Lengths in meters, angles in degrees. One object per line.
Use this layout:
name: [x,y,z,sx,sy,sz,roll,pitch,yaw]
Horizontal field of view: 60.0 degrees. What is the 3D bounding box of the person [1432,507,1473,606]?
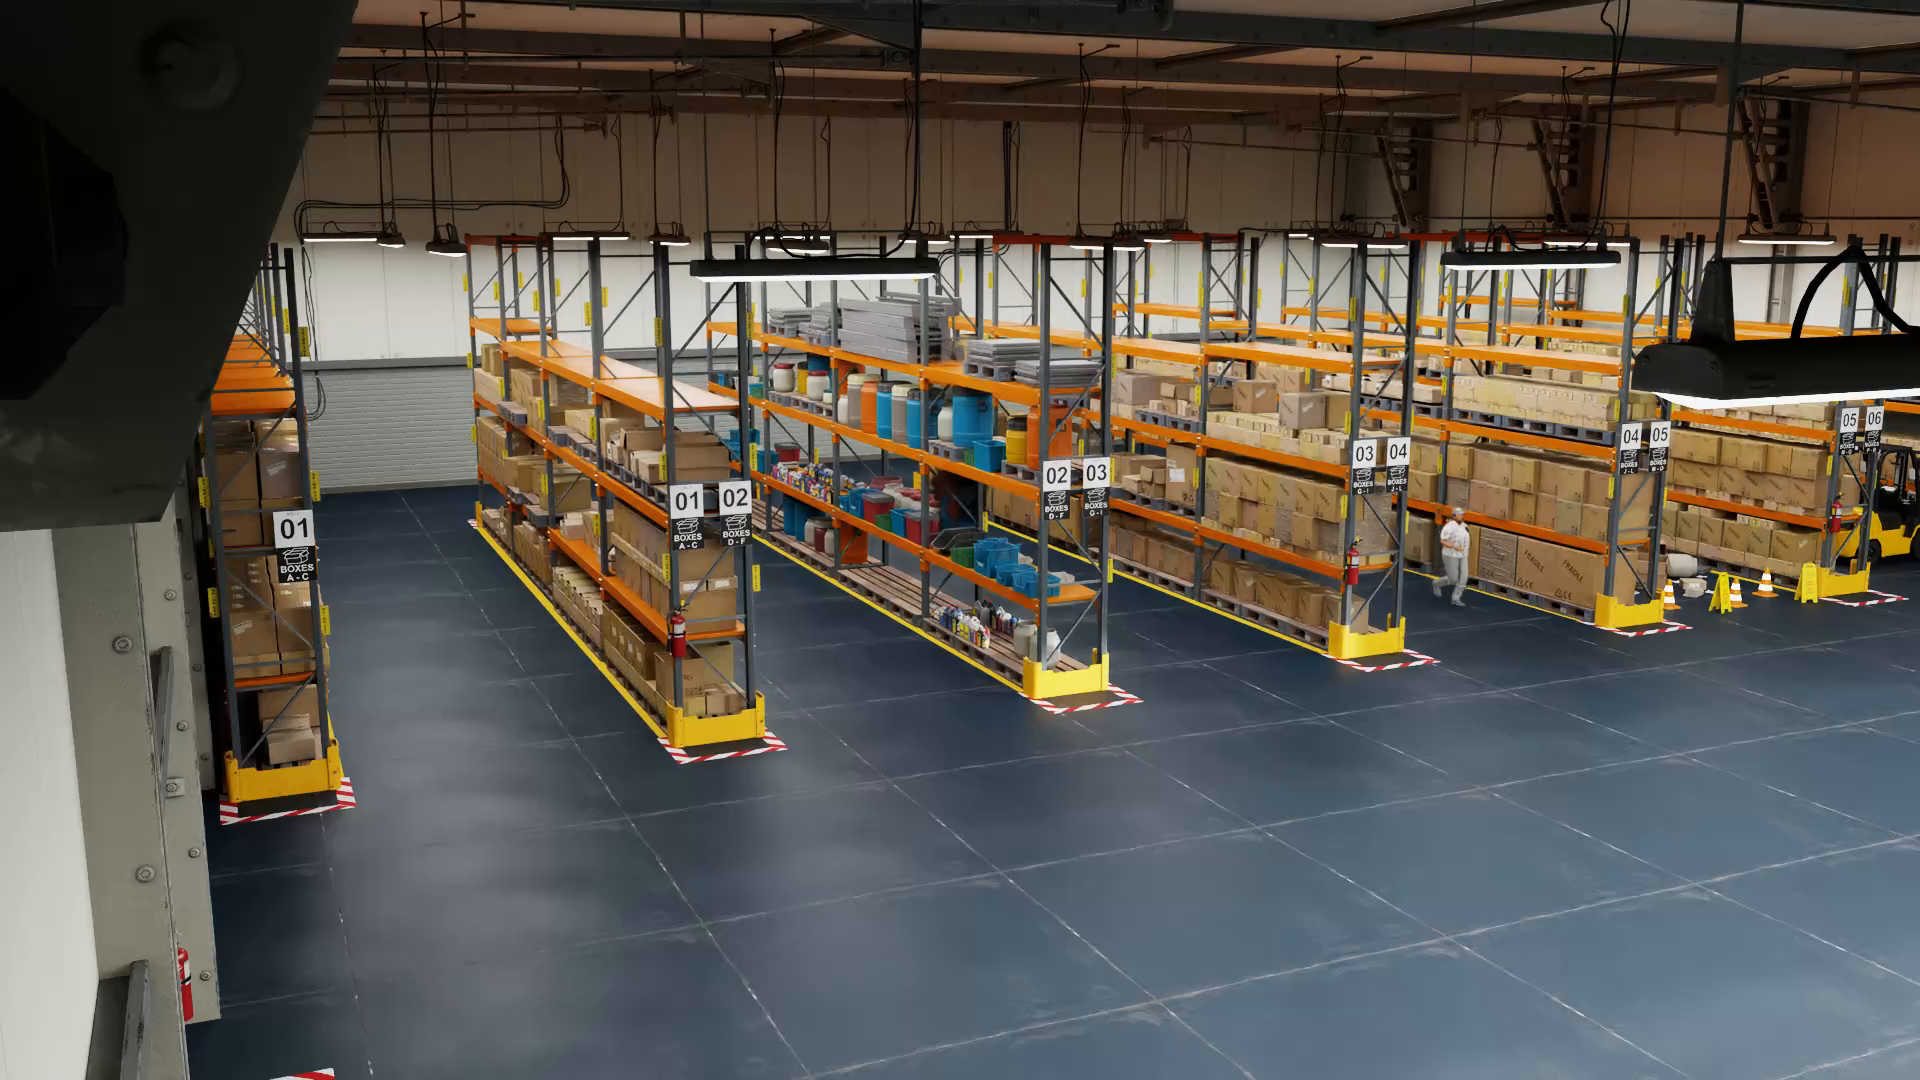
person: [8.168,0.258,27.519,0.584,1.625,0.647,-6,13,-28]
